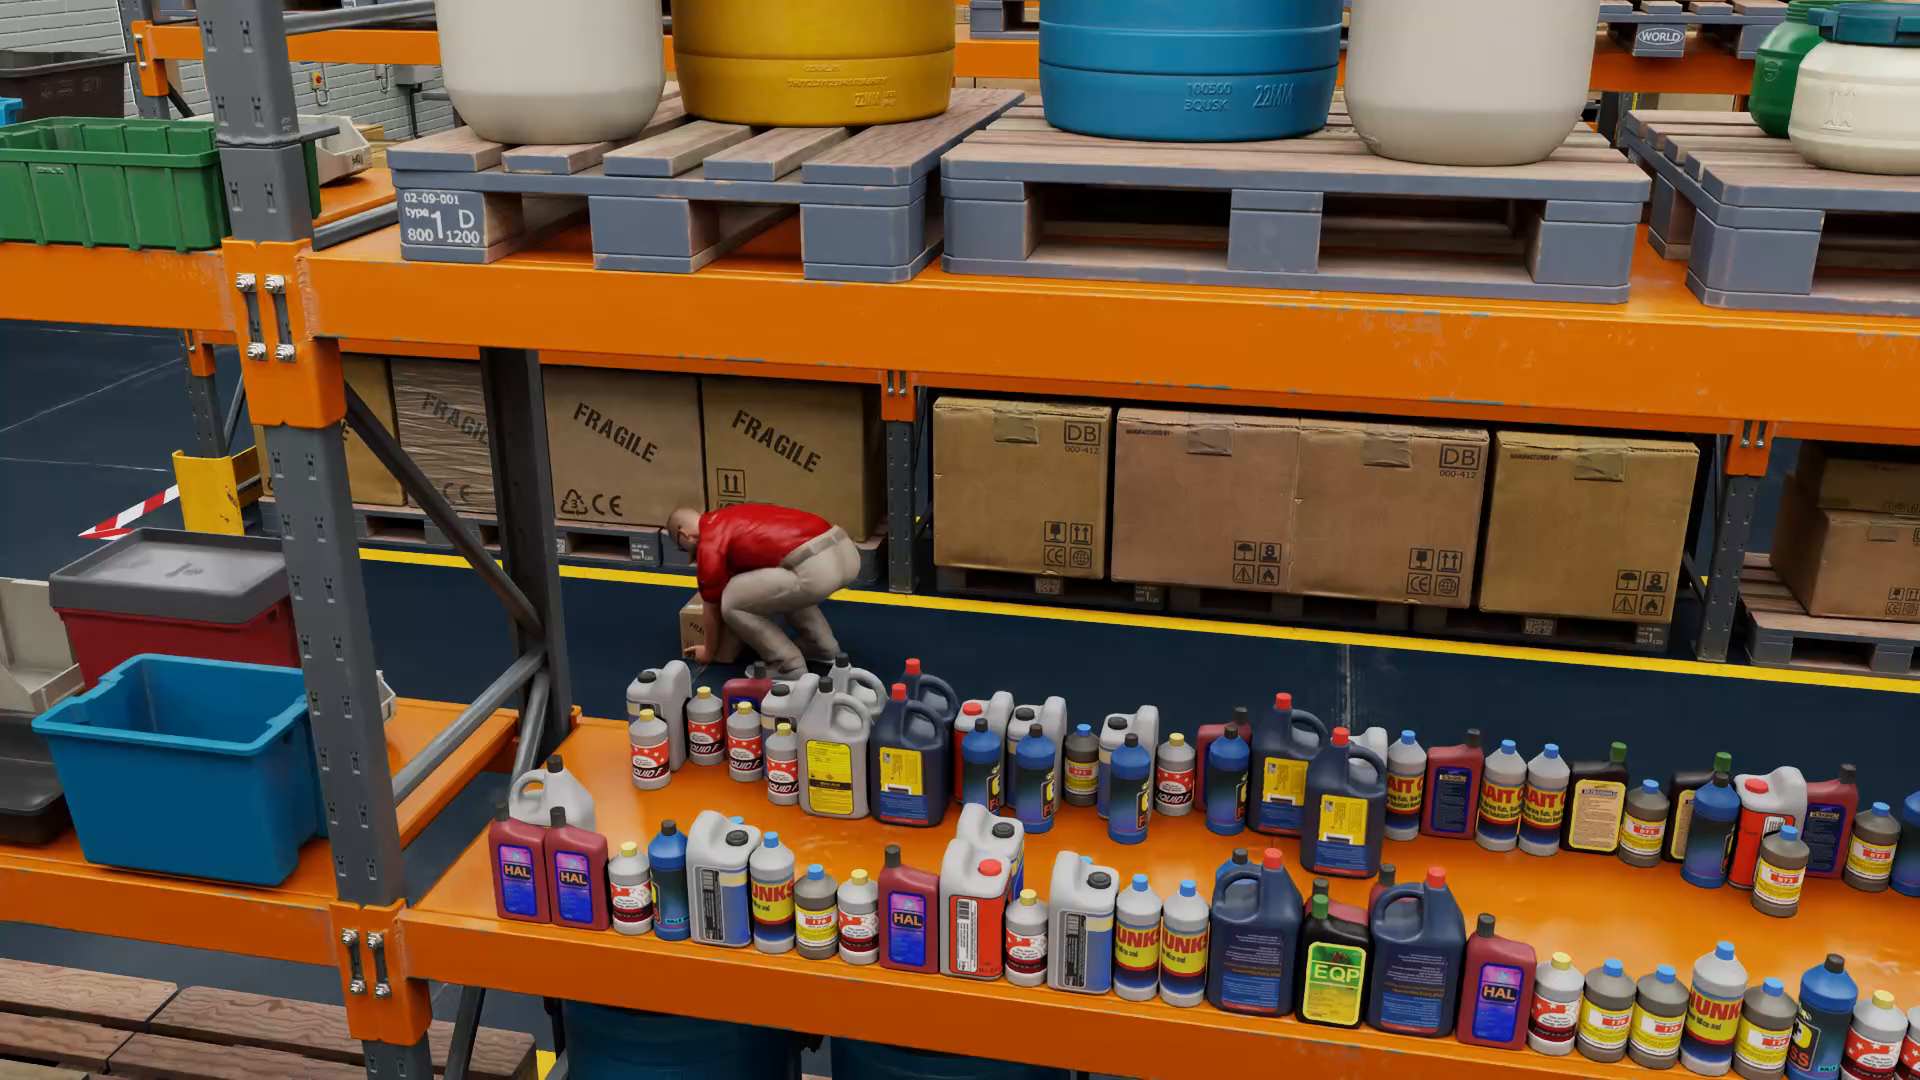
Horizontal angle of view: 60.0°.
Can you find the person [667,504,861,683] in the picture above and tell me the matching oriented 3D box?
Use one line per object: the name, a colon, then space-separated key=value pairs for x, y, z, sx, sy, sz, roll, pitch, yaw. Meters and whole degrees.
person: x=-0.936 y=0.237 z=7.828 sx=0.950 sy=0.804 sz=0.534 roll=10 pitch=24 yaw=24
